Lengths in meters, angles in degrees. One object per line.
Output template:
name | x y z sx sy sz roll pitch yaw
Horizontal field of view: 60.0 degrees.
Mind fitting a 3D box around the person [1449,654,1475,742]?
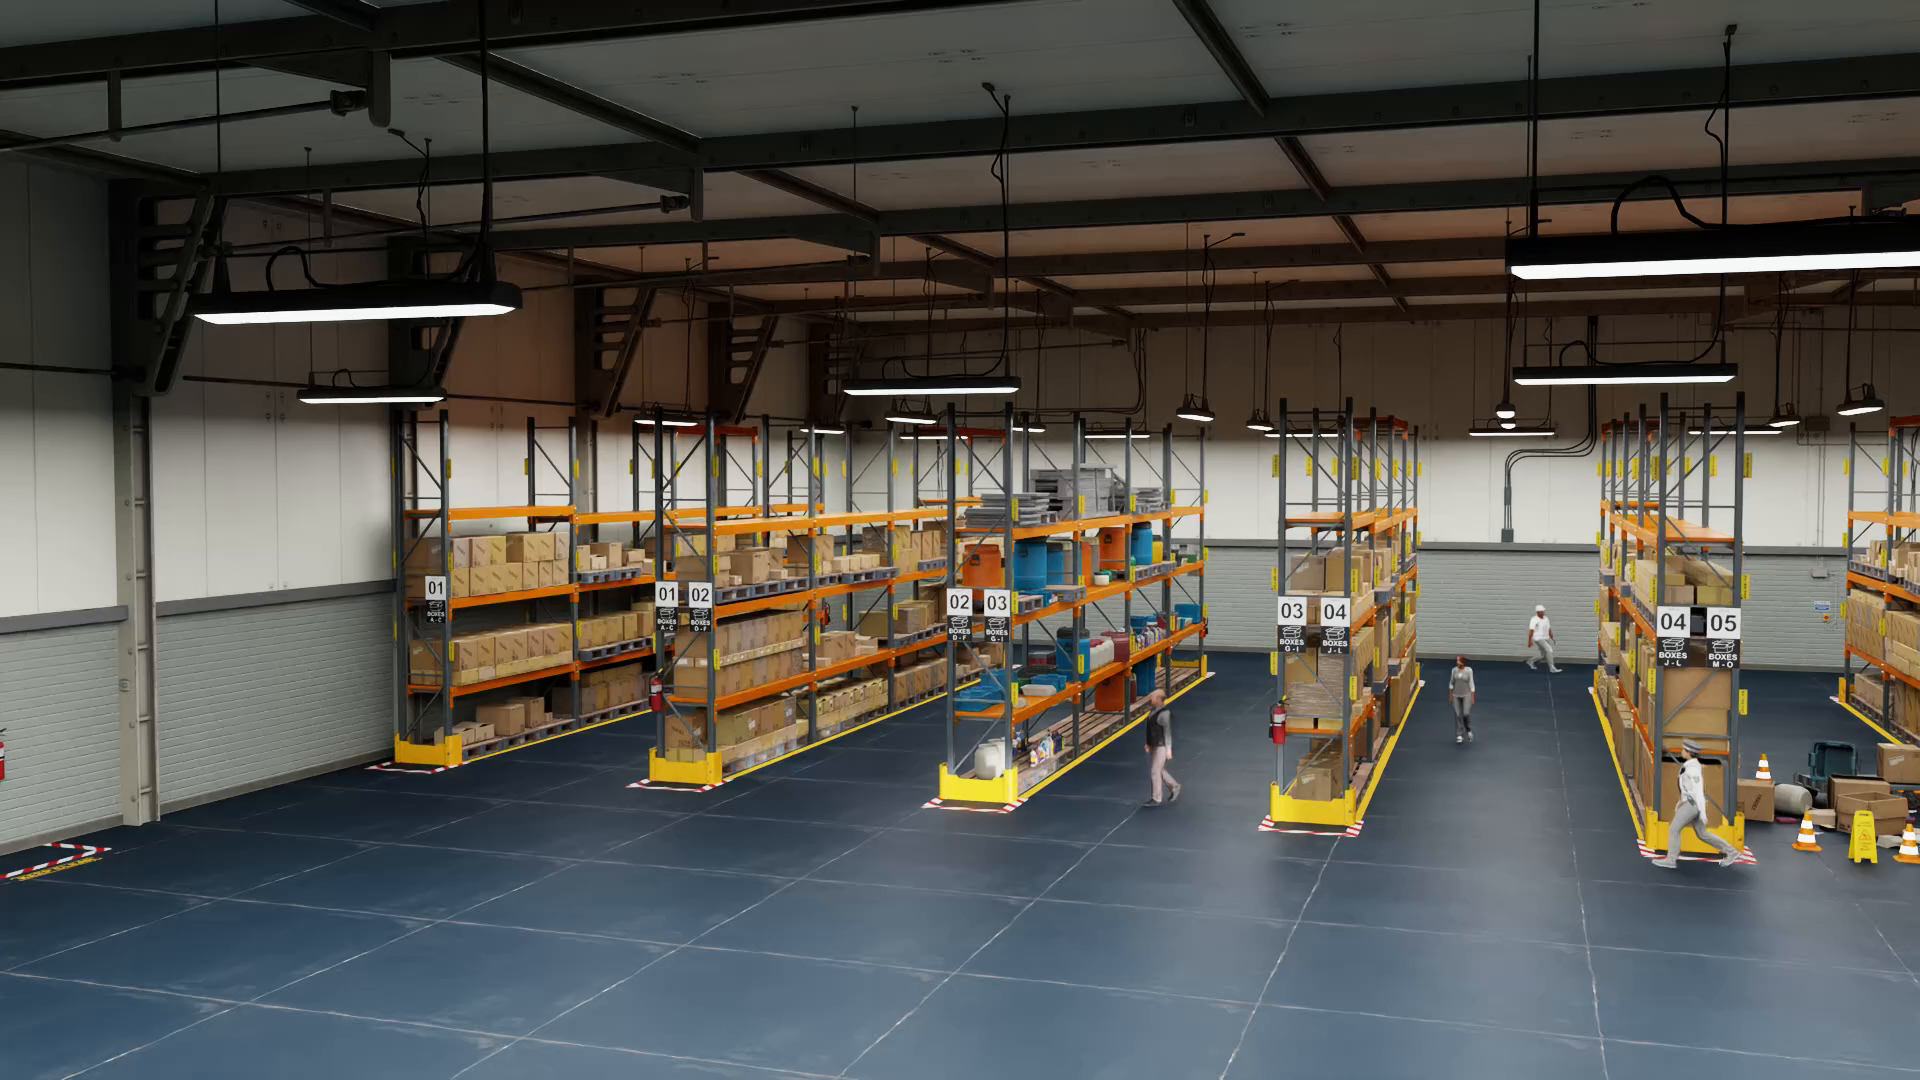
person | 9.173 2.890 30.408 0.467 1.603 0.408 1 3 31

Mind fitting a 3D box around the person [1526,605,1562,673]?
person | 14.350 2.423 40.903 0.563 1.659 1.075 -2 3 -37

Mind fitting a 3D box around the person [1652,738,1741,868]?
person | 9.181 3.289 20.708 1.015 1.625 0.546 1 3 24

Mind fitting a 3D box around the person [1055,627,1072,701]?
person | 2.149 2.653 35.324 0.456 1.615 0.977 1 3 30

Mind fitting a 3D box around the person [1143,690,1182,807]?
person | 3.009 3.074 24.731 0.718 1.715 0.529 -1 2 -12
